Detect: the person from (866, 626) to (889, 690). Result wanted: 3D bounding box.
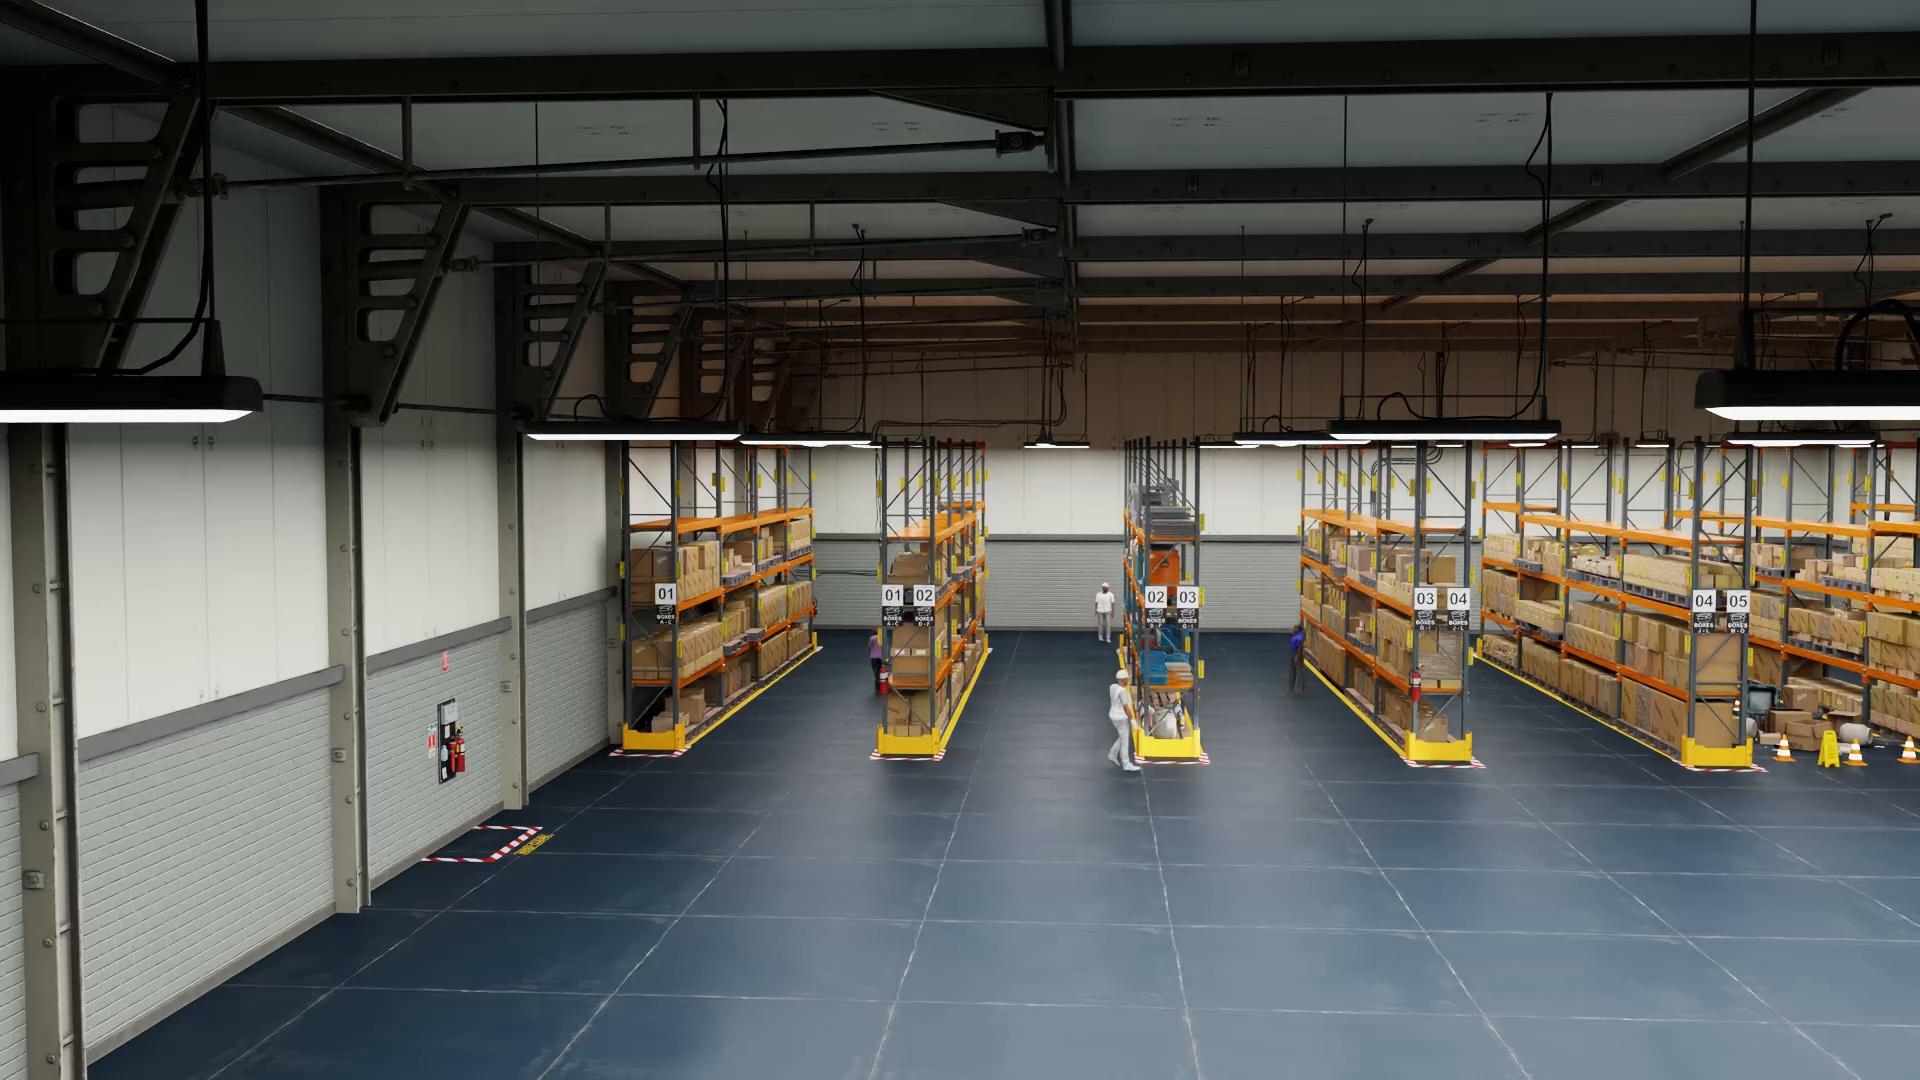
[{"bbox_3d":[-1.979,2.854,39.605,0.461,1.636,0.731,-2,4,-30],"label":"person"}]

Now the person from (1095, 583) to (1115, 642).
[{"bbox_3d":[4.356,2.180,50.039,0.593,1.781,0.558,0,3,-2],"label":"person"}]

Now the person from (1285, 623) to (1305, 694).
[{"bbox_3d":[7.925,2.787,39.346,0.406,1.659,0.504,-1,3,-13],"label":"person"}]

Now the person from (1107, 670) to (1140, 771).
[{"bbox_3d":[2.930,3.223,29.894,0.525,1.782,0.714,-1,3,-11],"label":"person"}]
